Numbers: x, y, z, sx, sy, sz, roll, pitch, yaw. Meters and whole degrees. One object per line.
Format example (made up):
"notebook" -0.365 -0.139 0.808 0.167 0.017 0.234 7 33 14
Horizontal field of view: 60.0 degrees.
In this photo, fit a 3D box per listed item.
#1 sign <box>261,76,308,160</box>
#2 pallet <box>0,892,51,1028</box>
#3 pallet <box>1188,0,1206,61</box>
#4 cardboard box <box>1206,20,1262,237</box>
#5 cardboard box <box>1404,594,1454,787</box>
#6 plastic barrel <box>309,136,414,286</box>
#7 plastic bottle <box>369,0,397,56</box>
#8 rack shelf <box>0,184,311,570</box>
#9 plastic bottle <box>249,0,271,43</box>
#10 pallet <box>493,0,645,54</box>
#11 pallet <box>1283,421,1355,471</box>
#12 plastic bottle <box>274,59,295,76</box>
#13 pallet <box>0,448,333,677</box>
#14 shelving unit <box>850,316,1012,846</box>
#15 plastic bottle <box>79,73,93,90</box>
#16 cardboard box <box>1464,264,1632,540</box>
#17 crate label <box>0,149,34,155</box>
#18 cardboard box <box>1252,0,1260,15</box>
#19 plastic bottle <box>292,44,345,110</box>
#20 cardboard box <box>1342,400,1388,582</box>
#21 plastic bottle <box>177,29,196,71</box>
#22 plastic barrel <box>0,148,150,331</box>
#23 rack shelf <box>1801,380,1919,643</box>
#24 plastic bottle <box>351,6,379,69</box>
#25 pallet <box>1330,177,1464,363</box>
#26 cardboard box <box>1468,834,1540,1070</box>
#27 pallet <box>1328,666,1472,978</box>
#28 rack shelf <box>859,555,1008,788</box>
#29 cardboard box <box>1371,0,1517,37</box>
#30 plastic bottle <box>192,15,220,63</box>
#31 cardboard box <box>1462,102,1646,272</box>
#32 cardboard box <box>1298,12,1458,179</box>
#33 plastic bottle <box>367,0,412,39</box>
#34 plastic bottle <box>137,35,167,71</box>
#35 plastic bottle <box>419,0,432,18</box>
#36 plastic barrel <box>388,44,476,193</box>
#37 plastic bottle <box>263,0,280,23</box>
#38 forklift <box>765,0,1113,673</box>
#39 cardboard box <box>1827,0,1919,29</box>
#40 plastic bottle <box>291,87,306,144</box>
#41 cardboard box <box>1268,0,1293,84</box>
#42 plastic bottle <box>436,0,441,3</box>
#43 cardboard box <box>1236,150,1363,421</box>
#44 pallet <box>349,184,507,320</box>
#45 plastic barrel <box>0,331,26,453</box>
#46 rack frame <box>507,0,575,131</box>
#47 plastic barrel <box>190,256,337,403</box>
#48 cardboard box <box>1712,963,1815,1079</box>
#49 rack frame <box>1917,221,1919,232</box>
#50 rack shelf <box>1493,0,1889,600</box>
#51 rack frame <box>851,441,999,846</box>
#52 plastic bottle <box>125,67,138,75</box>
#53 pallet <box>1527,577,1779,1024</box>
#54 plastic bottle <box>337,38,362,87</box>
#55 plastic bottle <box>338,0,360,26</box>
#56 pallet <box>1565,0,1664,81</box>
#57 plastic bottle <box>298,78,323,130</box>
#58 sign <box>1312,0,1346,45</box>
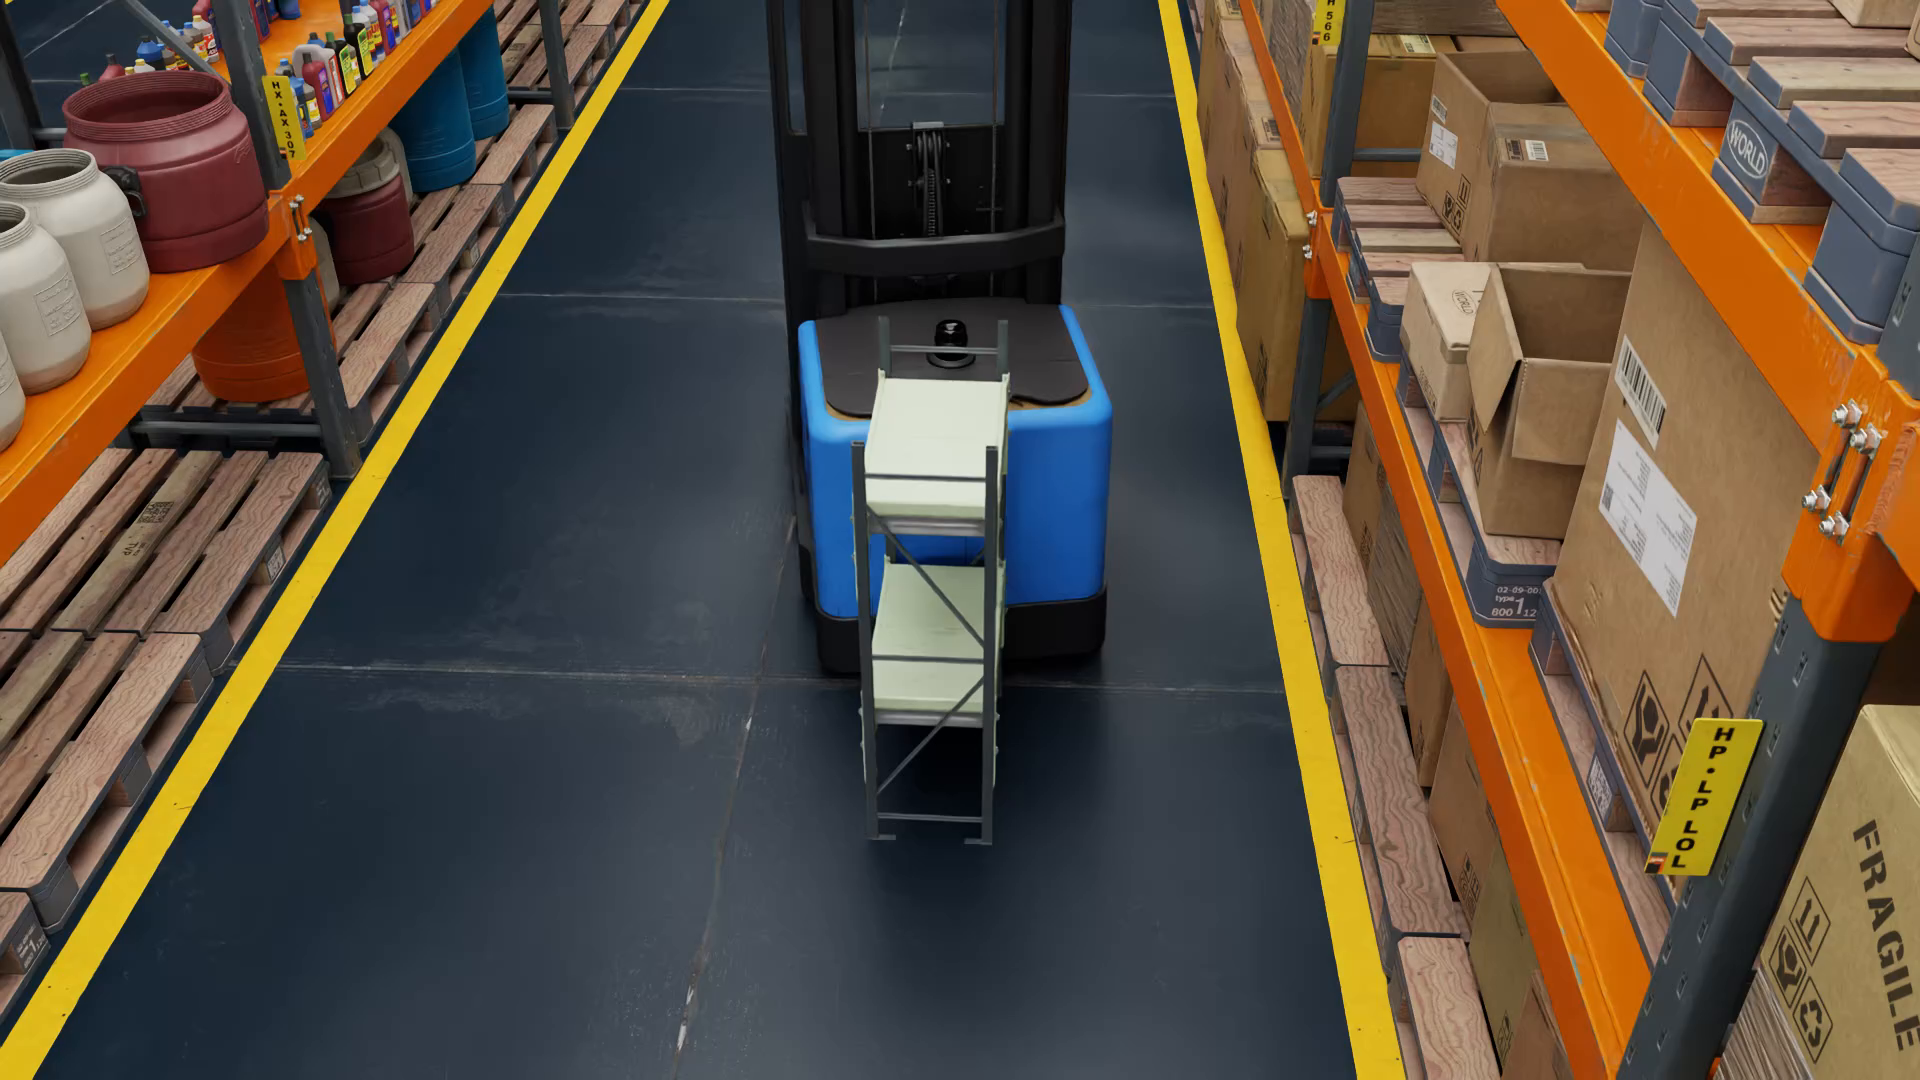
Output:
"sign" -2.540 -1.586 6.256 0.100 0.325 0.005 1 35 2
"pallet" -3.258 1.459 4.490 1.003 0.211 1.213 1 35 2
"pallet" 2.175 -3.708 11.843 1.003 0.211 1.213 1 35 2
"cardboard box" 1.979 -2.132 8.658 1.225 0.875 0.875 0 35 0
"cardboard box" 1.827 0.460 5.279 0.700 0.500 0.500 4 35 6
"plastic barrel" -3.042 -1.643 8.211 0.600 0.588 0.708 1 35 2
"plastic bottle" -2.658 -2.384 7.635 0.061 0.283 0.133 1 35 2
"rack shelf" -3.170 -0.084 4.887 1.077 0.370 4.000 1 35 2
"plastic bottle" -3.303 -2.482 7.774 0.061 0.283 0.133 1 35 2
"pallet" -2.892 -3.811 11.989 1.003 0.211 1.213 1 35 2
"pallet" 1.966 -0.724 7.596 1.003 0.211 1.213 1 35 2
"plastic bottle" -2.856 -1.946 7.082 0.097 0.201 0.097 0 35 0
"pallet" -3.160 0.057 6.485 1.003 0.211 1.213 1 35 2
"shelving unit" -0.073 0.147 5.236 0.431 1.500 0.755 2 35 3
"plastic bottle" -3.500 -1.722 6.693 0.061 0.283 0.133 1 35 2
"cardboard box" 1.676 -0.327 4.152 0.797 0.503 0.637 5 35 7
"crate label" -3.481 -1.226 6.031 0.303 0.233 0.416 1 35 2
"cardboard box" 1.712 -2.917 8.206 0.500 0.500 0.500 1 35 1
"plastic bottle" -2.731 -1.984 7.072 0.152 0.276 0.135 1 35 2
"cardboard box" 1.852 -0.185 6.196 0.700 0.500 0.500 0 35 -1
"plastic bottle" -3.448 -2.167 7.397 0.097 0.201 0.097 0 35 0
"plastic barrel" -2.918 -0.977 5.435 0.421 0.512 0.421 0 35 0
"rack shelf" 1.618 1.101 0.592 1.077 0.370 4.000 1 35 2
"plastic bottle" -2.684 -2.257 7.465 0.097 0.271 0.097 0 35 0
"pallet" 1.937 -0.923 5.621 1.213 0.211 1.003 1 35 2
"cardboard box" 1.782 1.102 4.365 0.700 0.500 0.500 1 35 2
"pallet" 1.774 0.876 5.321 1.003 0.211 1.213 1 35 2
"rack shelf" -0.073 0.414 5.423 0.431 0.370 0.720 2 35 3
"cardboard box" 1.905 -2.284 6.432 0.797 0.503 0.637 2 35 3
"plastic bottle" -3.440 -2.279 7.556 0.097 0.201 0.097 0 35 0
"cardboard box" 1.955 -0.992 5.100 0.700 0.500 0.500 6 36 9
"cardboard box" 1.631 -1.743 6.535 0.500 0.500 0.500 2 35 3
"plastic bottle" -2.694 -2.515 7.828 0.152 0.276 0.135 1 35 2
"plastic bottle" -3.460 -2.028 7.138 0.097 0.271 0.097 0 35 0
"plastic bottle" -2.635 -2.700 8.085 0.061 0.283 0.133 1 35 2
"plastic barrel" -2.997 -2.420 9.045 0.600 0.901 0.708 1 35 2
"plastic bottle" -3.393 -2.680 7.997 0.144 0.351 0.185 1 35 2
"forklift" -0.178 -1.560 6.420 1.130 2.935 3.031 -4 35 -6
"cardboard box" 1.636 -1.002 2.709 0.396 0.266 0.258 3 35 4
"plastic bottle" -2.750 -1.718 6.694 0.152 0.276 0.135 1 35 2
"cardboard box" 1.675 -2.328 7.367 0.500 0.500 0.500 0 35 0
"plastic bottle" -2.672 -2.831 8.277 0.152 0.276 0.135 1 35 2
"cardboard box" 1.908 -1.112 7.206 1.225 0.875 0.875 0 35 0
"pallet" -3.048 -1.540 8.757 1.003 0.211 1.213 1 35 2
"plastic barrel" -2.946 -0.500 4.734 0.433 0.535 0.433 0 35 0
"rack frame" -2.929 -3.826 9.585 1.000 3.000 0.127 1 35 2
"plastic barrel" -3.087 -1.093 7.219 0.600 0.830 0.708 1 35 2
"cardboard box" 1.618 0.979 2.402 0.875 0.500 0.500 1 35 2
"rack frame" 1.698 -1.570 1.157 1.000 3.000 0.127 1 35 2
"rack shelf" 1.779 -1.197 3.862 1.077 0.370 4.000 1 35 2
"rack frame" -0.096 0.357 4.937 0.400 1.500 0.023 2 35 3
"plastic bottle" -3.468 -1.887 6.999 0.097 0.201 0.097 0 35 0
"pallet" 1.874 0.528 3.557 1.003 0.211 1.213 1 35 2
"plastic bottle" -2.694 -2.096 7.296 0.097 0.201 0.097 0 35 0
"plastic bottle" -2.841 -2.563 7.831 0.144 0.351 0.185 1 35 2
"pallet" 1.868 -1.214 3.423 1.213 0.211 1.003 1 35 2
"plastic bottle" -2.714 -1.809 6.889 0.097 0.201 0.097 0 35 0
"sign" 1.304 -1.898 5.835 0.100 0.325 0.005 1 35 2
